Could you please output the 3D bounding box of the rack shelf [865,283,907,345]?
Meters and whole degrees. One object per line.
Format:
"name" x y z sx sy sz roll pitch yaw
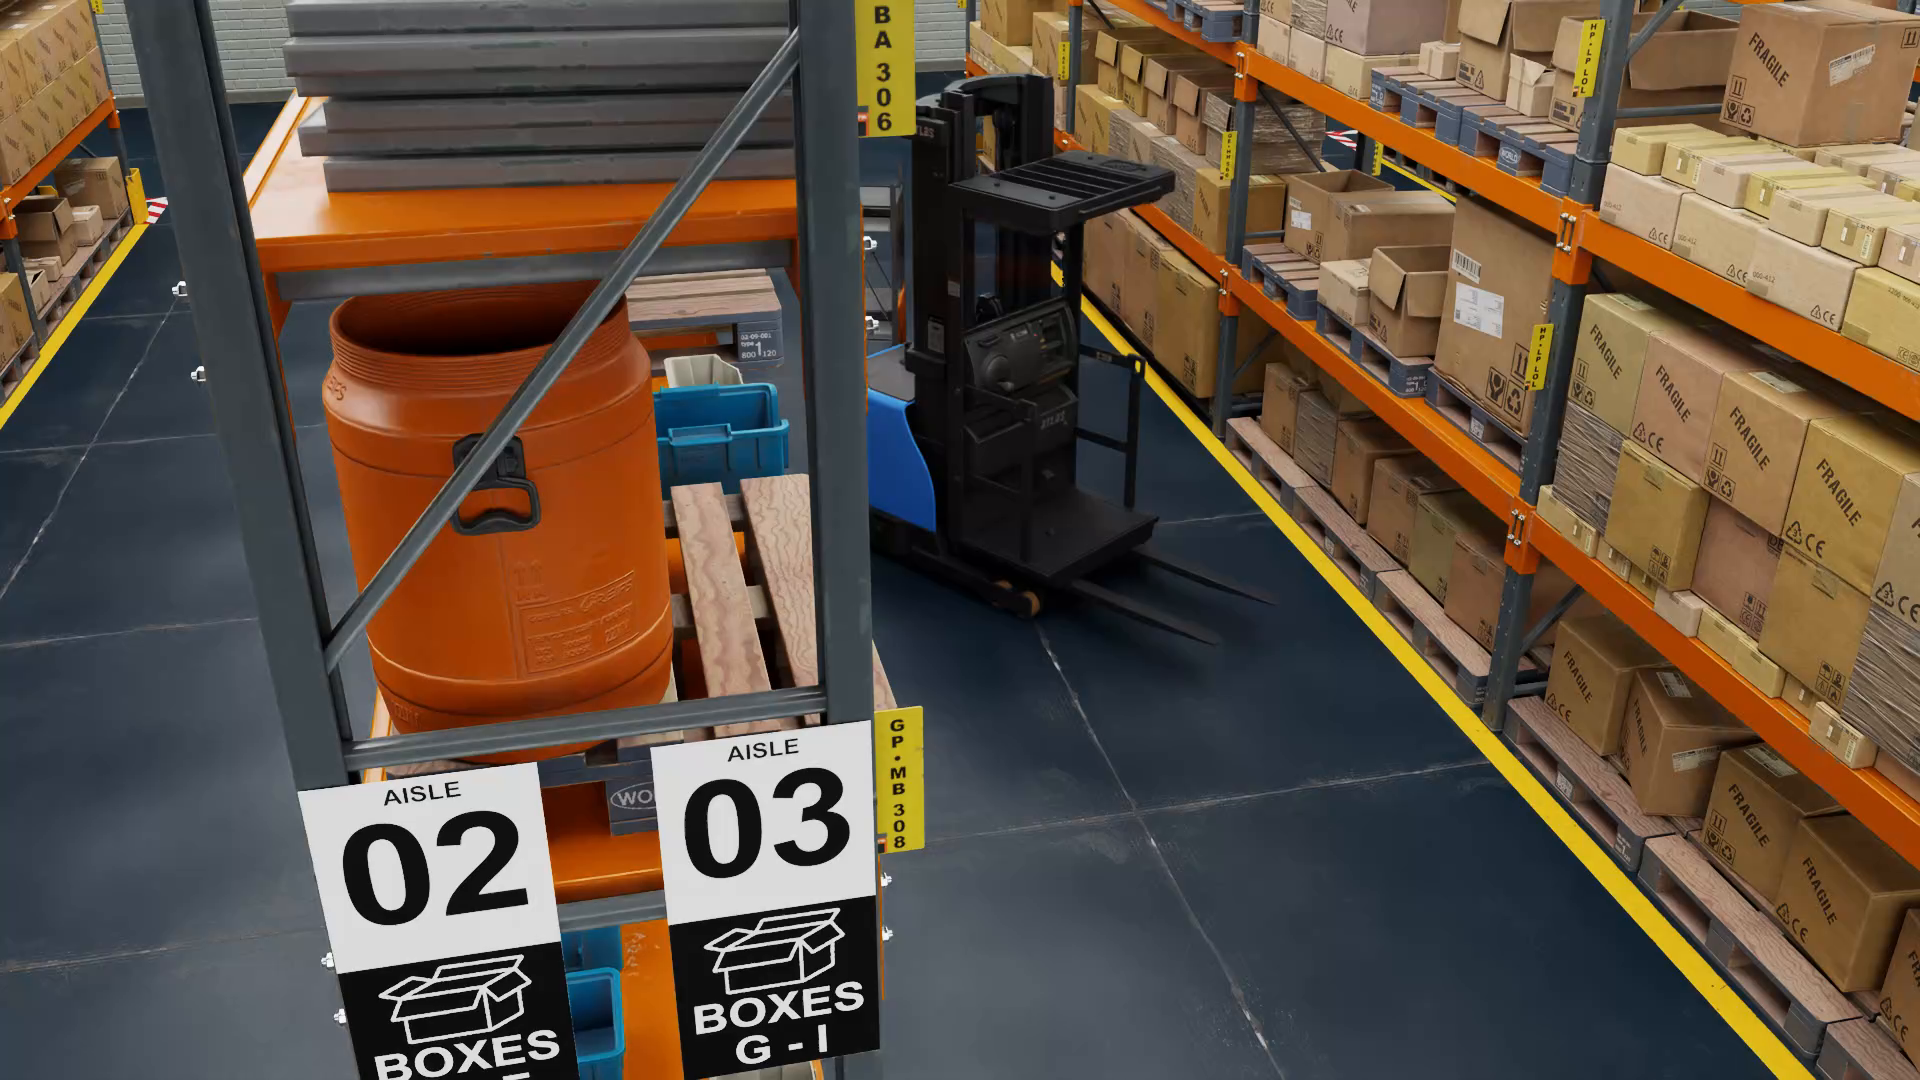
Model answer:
"rack shelf" -0.594 -1.418 11.259 0.431 0.518 0.480 2 27 3

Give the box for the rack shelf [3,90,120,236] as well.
"rack shelf" -8.638 -3.466 15.086 1.077 0.370 4.000 -6 27 -12

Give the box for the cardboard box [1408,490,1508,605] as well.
"cardboard box" 3.062 0.035 9.637 0.700 0.500 0.500 -6 27 -12

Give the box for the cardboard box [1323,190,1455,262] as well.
"cardboard box" 2.751 -1.921 10.650 0.700 0.500 0.500 -2 27 -4

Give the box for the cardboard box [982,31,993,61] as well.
"cardboard box" 0.533 -5.269 17.697 0.500 0.250 0.500 -6 27 -12

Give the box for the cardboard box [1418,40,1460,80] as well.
"cardboard box" 2.748 -2.636 9.108 0.380 0.166 0.250 -7 28 -13

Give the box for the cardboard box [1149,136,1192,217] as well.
"cardboard box" 1.787 -2.840 12.937 0.500 0.500 0.500 -7 28 -13

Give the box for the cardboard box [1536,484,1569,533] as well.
"cardboard box" 3.024 -0.164 8.025 0.380 0.149 0.250 -6 27 -12

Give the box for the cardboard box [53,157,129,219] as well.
"cardboard box" -8.726 -3.532 16.704 0.500 0.500 0.500 -6 27 -12

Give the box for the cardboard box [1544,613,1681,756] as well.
"cardboard box" 3.320 0.707 8.328 0.500 0.500 0.500 -7 28 -13

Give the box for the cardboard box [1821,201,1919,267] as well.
"cardboard box" 3.372 -1.108 6.012 0.380 0.149 0.250 -6 27 -13

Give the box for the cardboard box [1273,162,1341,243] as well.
"cardboard box" 2.522 -2.443 12.150 0.500 0.500 0.500 -5 27 -10

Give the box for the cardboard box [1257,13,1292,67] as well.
"cardboard box" 2.225 -3.197 10.593 0.500 0.250 0.500 -5 27 -11

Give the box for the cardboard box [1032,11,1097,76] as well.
"cardboard box" 0.992 -4.709 15.754 0.500 0.500 0.500 -6 27 -11

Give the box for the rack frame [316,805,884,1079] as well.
"rack frame" -0.656 1.858 3.740 1.000 3.000 0.127 -6 27 -12

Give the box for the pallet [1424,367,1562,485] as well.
"pallet" 3.238 -0.666 8.953 1.003 0.211 1.213 -6 27 -12

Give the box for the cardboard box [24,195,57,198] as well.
"cardboard box" -9.329 -3.370 16.773 0.380 0.149 0.250 -6 27 -12

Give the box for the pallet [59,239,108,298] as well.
"pallet" -8.619 -2.502 15.473 1.003 0.211 1.213 -6 27 -12

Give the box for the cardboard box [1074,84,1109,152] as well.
"cardboard box" 1.326 -3.730 14.701 0.500 0.500 0.500 -6 27 -11

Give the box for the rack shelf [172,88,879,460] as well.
"rack shelf" -1.106 -1.199 4.380 1.077 0.370 4.000 -6 27 -12

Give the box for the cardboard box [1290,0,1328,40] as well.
"cardboard box" 2.333 -3.308 9.981 0.500 0.500 0.500 -6 27 -11

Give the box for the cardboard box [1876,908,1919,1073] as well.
"cardboard box" 3.877 1.749 6.265 0.500 0.500 0.500 1 27 2

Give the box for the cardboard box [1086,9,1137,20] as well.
"cardboard box" 1.503 -4.767 15.869 0.500 0.500 0.500 -6 27 -12

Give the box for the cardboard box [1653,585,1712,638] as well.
"cardboard box" 3.233 0.277 7.152 0.380 0.149 0.250 -6 27 -12

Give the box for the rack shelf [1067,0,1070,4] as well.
"rack shelf" 1.015 -5.809 16.399 1.077 0.370 4.000 -6 27 -12

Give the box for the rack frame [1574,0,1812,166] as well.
"rack frame" 3.268 -3.079 6.864 1.000 3.000 0.127 -6 27 -12

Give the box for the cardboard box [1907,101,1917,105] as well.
"cardboard box" 10.680 -5.039 19.781 0.875 0.438 0.875 -5 27 -10

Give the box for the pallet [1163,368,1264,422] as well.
"pallet" 2.263 -1.266 13.024 1.003 0.211 1.213 -6 27 -12

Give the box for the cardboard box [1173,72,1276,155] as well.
"cardboard box" 2.074 -3.258 12.653 0.797 0.503 0.637 -5 27 -10

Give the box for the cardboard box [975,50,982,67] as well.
"cardboard box" 0.382 -5.255 18.111 0.380 0.149 0.250 -6 27 -12

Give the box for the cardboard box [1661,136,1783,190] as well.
"cardboard box" 3.168 -1.567 6.921 0.380 0.149 0.250 -7 28 -14

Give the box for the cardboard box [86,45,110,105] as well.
"cardboard box" -8.722 -4.540 16.306 0.500 0.500 0.500 -5 27 -10

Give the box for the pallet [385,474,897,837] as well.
"pallet" -0.747 0.230 3.846 1.003 0.211 1.213 -6 27 -12

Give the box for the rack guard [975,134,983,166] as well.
"rack guard" 0.559 -4.564 19.237 1.175 0.500 0.348 -6 27 -12

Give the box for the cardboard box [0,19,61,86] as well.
"cardboard box" -8.368 -4.314 14.747 0.500 0.500 0.500 -5 27 -10

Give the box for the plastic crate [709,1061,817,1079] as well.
"plastic crate" -0.544 1.550 4.643 0.298 0.136 0.250 -6 27 -12

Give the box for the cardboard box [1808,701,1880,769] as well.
"cardboard box" 3.464 0.715 6.283 0.380 0.149 0.250 -6 27 -12

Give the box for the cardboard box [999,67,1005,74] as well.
"cardboard box" 0.615 -4.803 17.216 0.380 0.149 0.250 -6 27 -12

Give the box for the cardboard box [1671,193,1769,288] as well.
"cardboard box" 3.244 -1.218 6.671 0.500 0.250 0.500 -6 27 -12

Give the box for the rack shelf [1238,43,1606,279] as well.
"rack shelf" 2.818 -2.297 9.441 1.077 0.370 4.000 -6 27 -12

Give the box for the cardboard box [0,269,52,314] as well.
"cardboard box" -8.071 -2.111 14.099 0.500 0.311 0.500 -6 27 -12

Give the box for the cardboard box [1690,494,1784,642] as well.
"cardboard box" 3.599 0.058 6.866 0.875 0.500 0.500 -6 27 -12

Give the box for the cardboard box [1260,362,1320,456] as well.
"cardboard box" 2.537 -0.945 11.580 0.700 0.500 0.500 -7 28 -14

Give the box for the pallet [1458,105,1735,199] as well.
"pallet" 3.233 -1.938 8.140 1.213 0.211 1.003 -6 27 -12

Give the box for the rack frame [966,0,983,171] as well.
"rack frame" 0.564 -5.669 18.653 1.000 3.000 0.127 -6 27 -12

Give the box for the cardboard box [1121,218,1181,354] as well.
"cardboard box" 2.038 -2.093 13.460 1.225 0.875 0.875 -6 27 -11

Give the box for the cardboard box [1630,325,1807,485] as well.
"cardboard box" 3.236 -0.582 7.024 0.500 0.500 0.500 -6 27 -12

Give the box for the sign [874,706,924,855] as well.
"sign" -0.119 0.461 3.169 0.100 0.325 0.005 -6 27 -12

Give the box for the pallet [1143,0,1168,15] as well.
"pallet" 1.915 -4.180 12.583 1.003 0.211 1.213 -5 27 -9

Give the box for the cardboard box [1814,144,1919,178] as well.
"cardboard box" 3.735 -1.510 6.808 0.380 0.149 0.250 -7 28 -14

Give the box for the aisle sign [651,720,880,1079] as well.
"aisle sign" -0.354 0.699 3.151 0.394 0.787 0.004 -6 27 -12

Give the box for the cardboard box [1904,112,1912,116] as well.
"cardboard box" 7.244 -3.298 13.107 0.380 0.149 0.250 -7 28 -13

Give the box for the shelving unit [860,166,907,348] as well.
"shelving unit" -0.594 -1.430 11.253 0.431 2.100 0.503 2 27 3

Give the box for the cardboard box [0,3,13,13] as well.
"cardboard box" -9.120 -4.705 15.523 0.500 0.500 0.500 -6 27 -11

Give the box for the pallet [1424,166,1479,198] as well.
"pallet" 5.856 -3.955 18.352 1.003 0.211 1.213 -6 27 -12

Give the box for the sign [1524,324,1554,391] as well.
"sign" 2.728 -0.860 7.840 0.100 0.325 0.005 -6 27 -12

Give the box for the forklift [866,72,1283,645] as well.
"forklift" 0.522 -1.109 9.694 3.031 2.935 1.130 23 34 37

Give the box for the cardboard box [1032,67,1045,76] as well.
"cardboard box" 0.991 -4.373 15.921 0.500 0.250 0.500 -5 27 -10

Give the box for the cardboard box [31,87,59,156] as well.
"cardboard box" -8.265 -3.649 14.540 0.500 0.500 0.500 -6 27 -12
